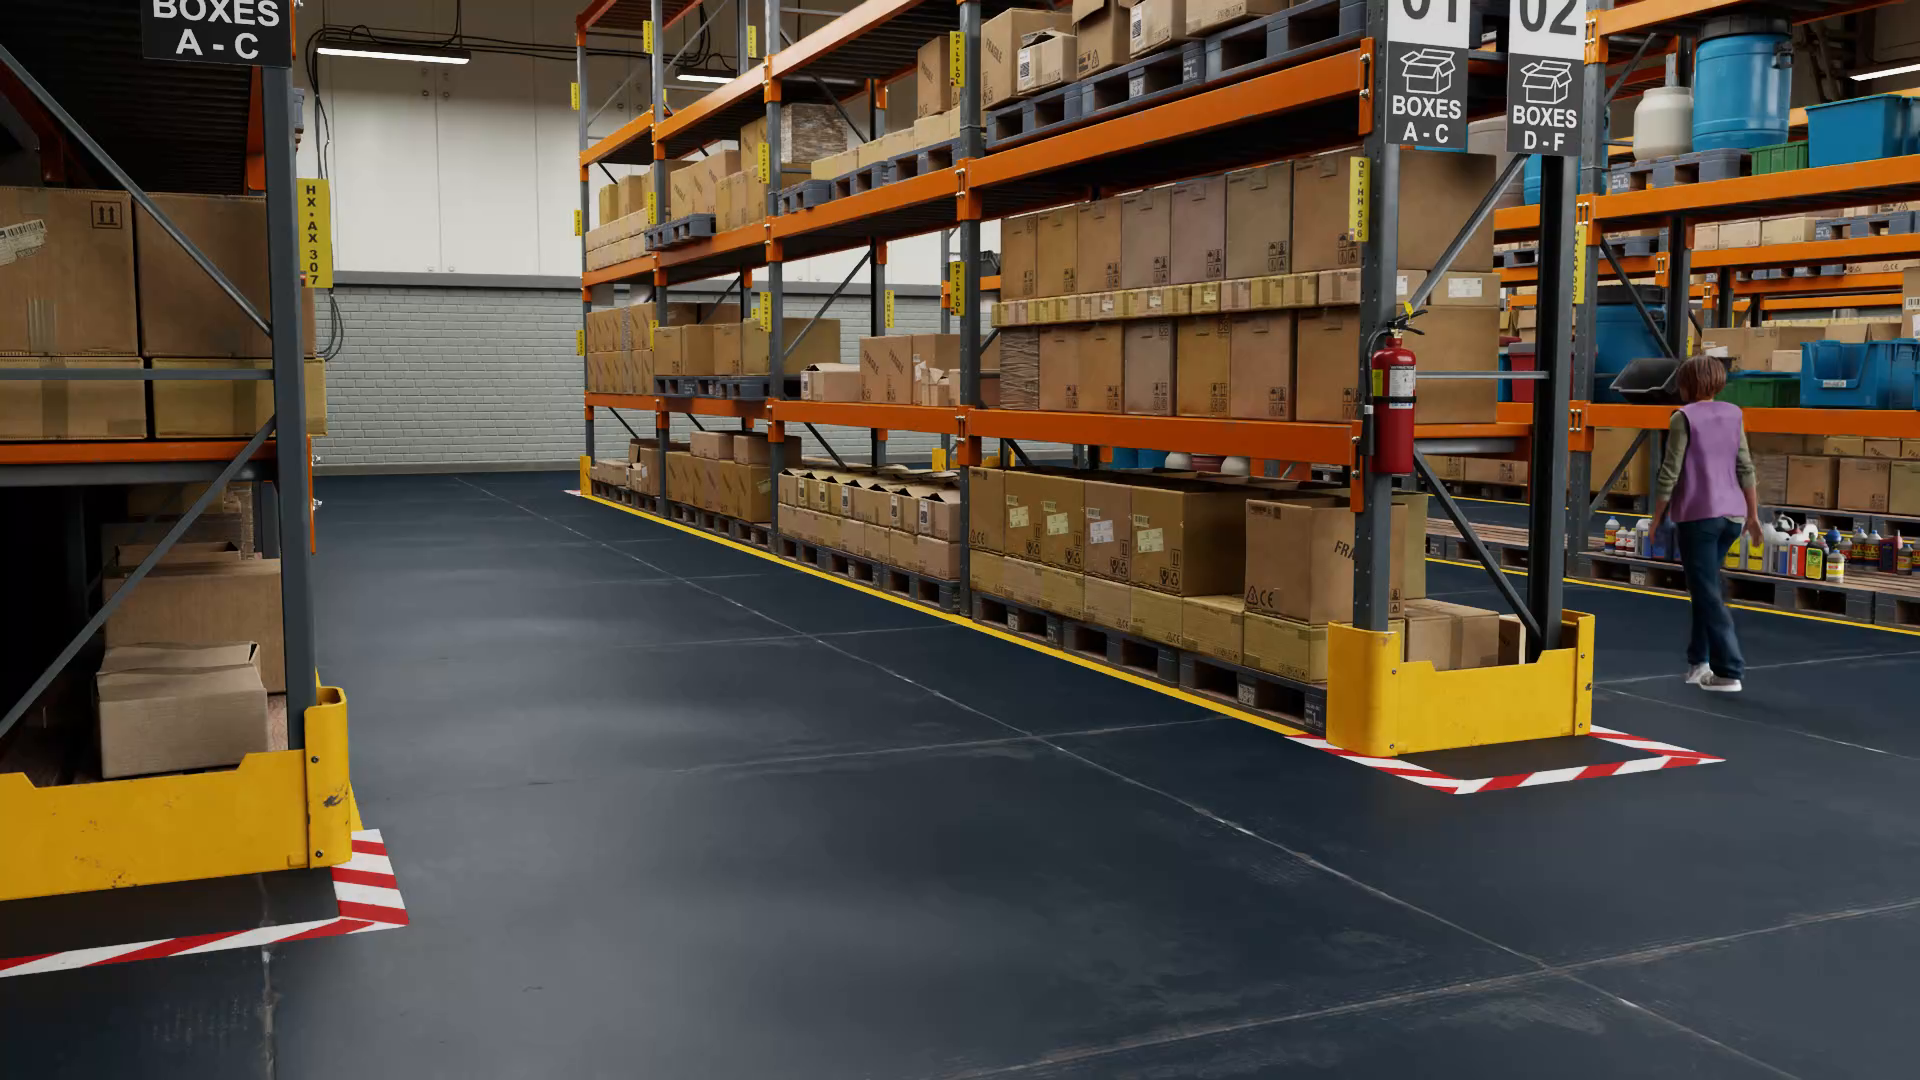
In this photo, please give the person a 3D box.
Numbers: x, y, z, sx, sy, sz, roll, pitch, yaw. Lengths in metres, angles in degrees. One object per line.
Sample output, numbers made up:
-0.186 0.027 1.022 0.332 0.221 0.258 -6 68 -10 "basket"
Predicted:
3.530 -0.054 7.863 0.462 1.644 0.569 -2 6 -20 "person"
